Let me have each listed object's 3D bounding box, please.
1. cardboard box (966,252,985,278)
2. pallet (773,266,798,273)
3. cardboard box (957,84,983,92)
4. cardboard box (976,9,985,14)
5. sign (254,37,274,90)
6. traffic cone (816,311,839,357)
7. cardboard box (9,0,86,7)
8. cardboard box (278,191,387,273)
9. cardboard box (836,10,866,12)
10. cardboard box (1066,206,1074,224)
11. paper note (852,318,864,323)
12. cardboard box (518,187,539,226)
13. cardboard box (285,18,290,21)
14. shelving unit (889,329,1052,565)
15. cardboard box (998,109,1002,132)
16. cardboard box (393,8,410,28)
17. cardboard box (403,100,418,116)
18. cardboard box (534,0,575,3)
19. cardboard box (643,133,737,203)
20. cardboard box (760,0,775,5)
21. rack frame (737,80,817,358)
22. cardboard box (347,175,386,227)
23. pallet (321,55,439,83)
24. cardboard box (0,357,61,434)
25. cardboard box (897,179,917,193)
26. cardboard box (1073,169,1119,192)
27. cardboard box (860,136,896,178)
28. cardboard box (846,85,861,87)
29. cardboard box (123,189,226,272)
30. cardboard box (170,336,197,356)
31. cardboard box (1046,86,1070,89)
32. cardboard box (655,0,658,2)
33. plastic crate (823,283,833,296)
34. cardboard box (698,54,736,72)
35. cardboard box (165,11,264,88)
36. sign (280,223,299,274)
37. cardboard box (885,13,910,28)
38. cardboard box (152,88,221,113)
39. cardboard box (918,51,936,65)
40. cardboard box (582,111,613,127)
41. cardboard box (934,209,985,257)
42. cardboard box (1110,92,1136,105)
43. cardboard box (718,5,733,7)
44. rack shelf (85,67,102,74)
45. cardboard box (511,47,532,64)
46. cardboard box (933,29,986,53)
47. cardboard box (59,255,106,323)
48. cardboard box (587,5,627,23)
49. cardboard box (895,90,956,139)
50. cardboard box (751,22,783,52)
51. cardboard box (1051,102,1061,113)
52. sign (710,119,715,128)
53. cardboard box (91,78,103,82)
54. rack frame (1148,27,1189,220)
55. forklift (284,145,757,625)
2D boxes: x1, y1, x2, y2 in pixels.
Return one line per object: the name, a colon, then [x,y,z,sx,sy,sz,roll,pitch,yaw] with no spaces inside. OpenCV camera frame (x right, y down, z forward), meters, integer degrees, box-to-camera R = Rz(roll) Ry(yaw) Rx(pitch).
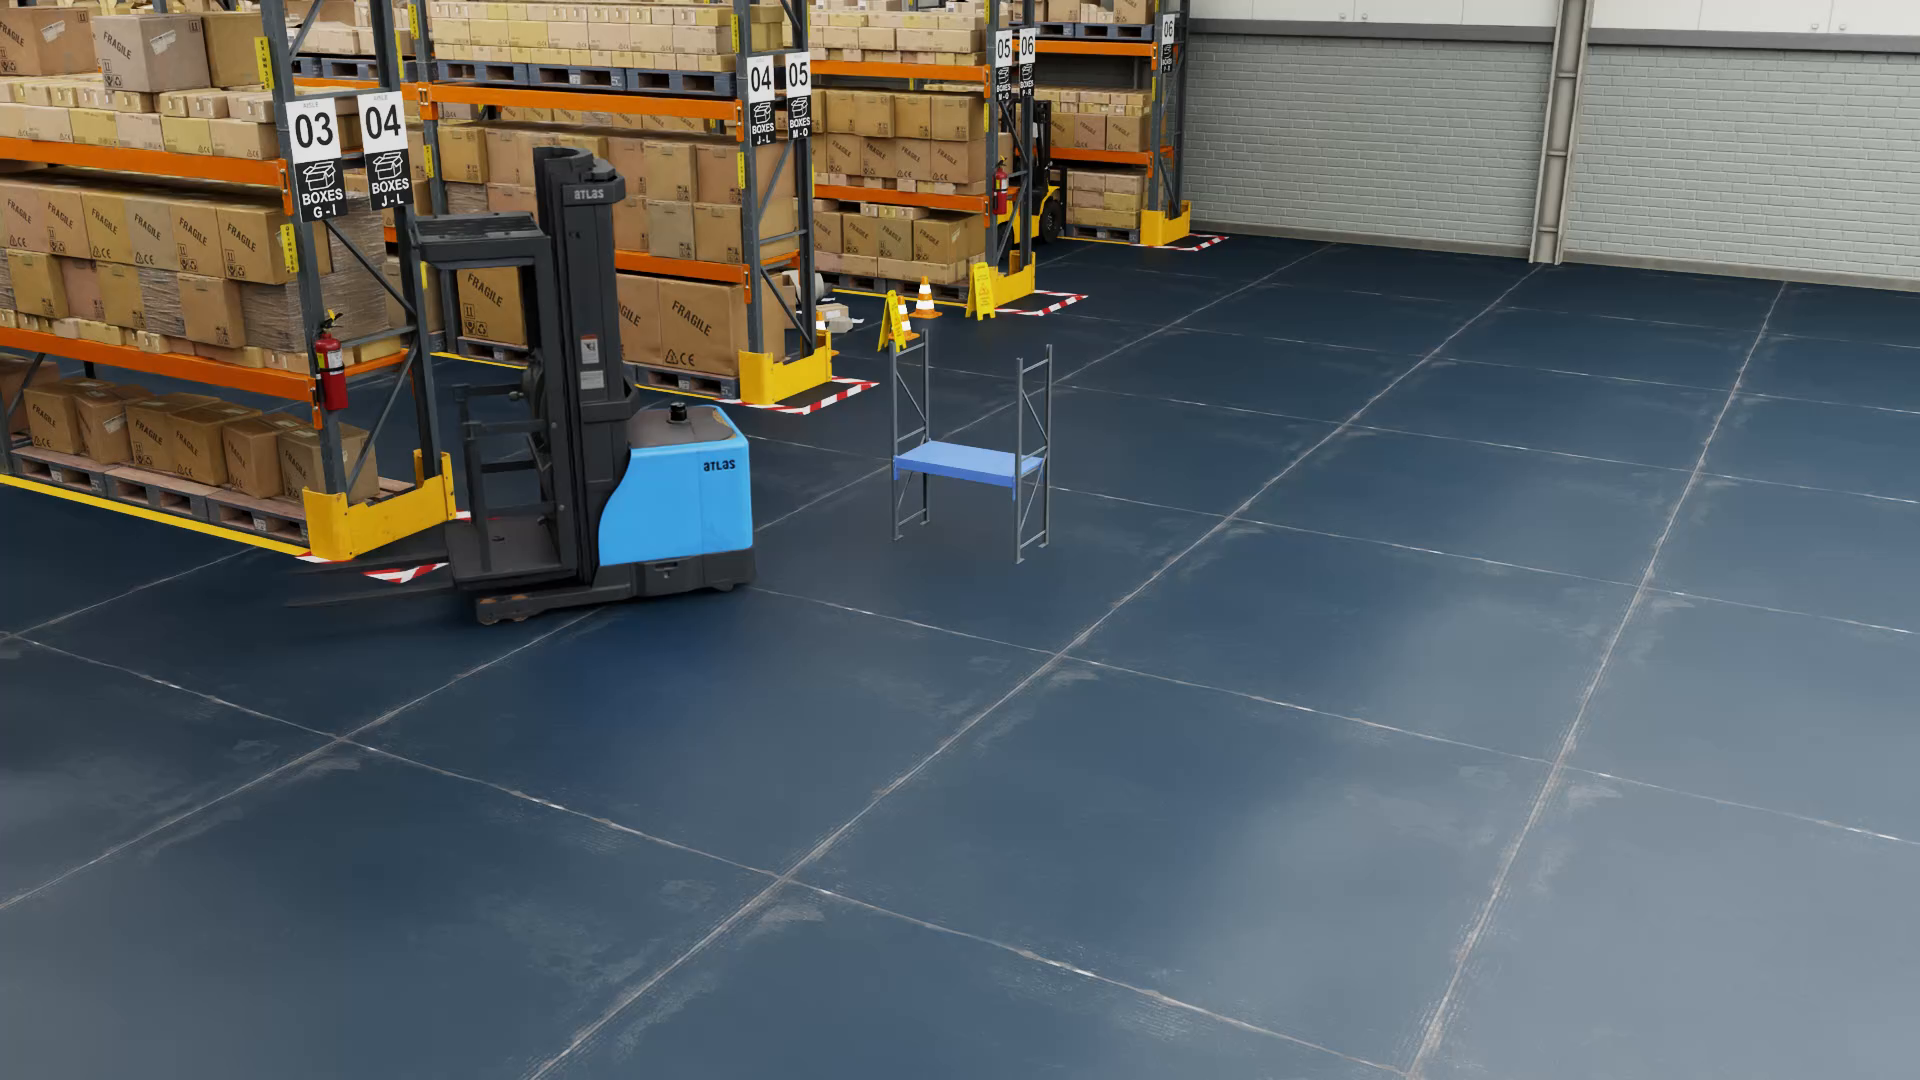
cardboard box: [0.026,-3.509,21.055,0.500,0.250,0.500,11,22,27]
pallet: [-2.293,-3.641,22.092,1.213,0.211,1.003,11,23,27]
cardboard box: [0.154,-6.825,25.247,0.250,0.149,0.380,10,22,26]
cardboard box: [0.436,-7.774,24.606,0.250,0.149,0.380,12,23,29]
sign: [-4.526,-3.102,10.819,0.005,0.325,0.100,11,23,27]
traffic cone: [-1.501,-2.215,17.794,0.334,0.463,0.336,11,23,27]
cardboard box: [-10.922,-6.253,20.037,0.637,0.503,0.797,10,22,27]
cardboard box: [-4.585,-2.267,12.166,0.500,0.500,0.500,11,23,27]
cardboard box: [-1.348,-6.536,20.785,0.250,0.149,0.380,11,23,28]
cardboard box: [1.587,-4.926,24.962,0.500,0.250,0.500,11,23,28]
paper note: [-1.200,-2.556,19.367,0.142,0.019,0.148,3,20,9]
cardboard box: [-3.989,-3.365,17.024,0.550,0.550,0.875,11,23,27]
cardboard box: [-7.656,-5.755,18.802,0.500,0.311,0.500,11,23,27]
shelving unit: [0.074,-0.691,12.070,1.048,1.500,0.538,11,23,27]
cardboard box: [0.686,-6.261,25.079,0.500,0.500,0.500,11,22,27]
cardboard box: [-7.762,-7.387,23.513,0.258,0.266,0.396,10,22,26]
cardboard box: [-7.850,-6.410,24.025,0.500,0.500,0.500,11,23,27]
cardboard box: [-4.090,-5.382,16.840,0.250,0.149,0.380,11,23,28]
cardboard box: [-2.560,-3.612,16.121,0.550,0.550,0.875,11,23,27]
cardboard box: [-2.968,-8.650,26.506,0.500,0.500,0.700,10,22,26]
rack frame: [-1.730,-2.897,15.952,0.127,3.000,1.000,11,23,27]
cardboard box: [-6.249,-3.700,18.021,0.500,0.500,0.500,11,22,27]
pallet: [-6.047,-5.020,17.687,1.217,0.209,0.805,10,22,25]
cardboard box: [-8.255,-1.243,14.412,0.500,0.500,0.700,9,22,23]
cardboard box: [-0.563,-4.360,20.353,0.250,0.149,0.380,11,23,28]
cardboard box: [2.010,-5.307,24.548,0.500,0.250,0.500,11,23,28]
cardboard box: [-0.883,-4.751,20.482,0.500,0.500,0.500,11,23,27]
cardboard box: [-1.769,-7.233,26.808,0.250,0.149,0.380,11,22,27]
cardboard box: [-5.713,-2.277,12.195,0.500,0.500,0.500,11,23,27]
cardboard box: [-5.686,-1.508,12.492,0.250,0.149,0.380,11,23,27]
cardboard box: [1.488,-6.743,25.020,0.250,0.149,0.380,11,23,28]
cardboard box: [-4.850,-8.936,27.402,0.250,0.149,0.380,10,22,26]
plastic crate: [-1.926,-3.175,21.000,0.583,0.080,0.402,3,20,9]
cardboard box: [-2.186,-4.388,15.269,0.250,0.149,0.380,11,23,27]
cardboard box: [-5.402,-3.596,12.166,0.500,0.500,0.500,11,23,27]
sign: [-4.526,-1.968,11.230,0.005,0.325,0.100,11,23,27]
cardboard box: [-0.688,-6.214,19.898,0.250,0.149,0.380,11,23,27]
cardboard box: [-5.480,-3.121,11.808,0.250,0.149,0.380,11,23,28]
cardboard box: [-0.301,-5.741,19.764,0.250,0.149,0.380,12,23,29]
cardboard box: [-4.751,-5.702,22.486,0.500,0.500,0.500,10,22,25]
cardboard box: [0.005,-3.865,20.938,0.500,0.500,0.500,10,22,26]
cardboard box: [2.367,-6.386,24.037,0.250,0.149,0.380,11,23,27]
cardboard box: [-2.085,-5.000,15.789,0.250,0.149,0.380,11,23,28]
rack shelf: [-10.460,-5.632,20.148,4.000,0.370,1.077,11,23,27]
cardboard box: [-4.181,-4.768,16.318,0.250,0.149,0.380,10,22,26]
cardboard box: [0.017,-5.872,19.538,0.500,0.250,0.500,10,22,27]
cardboard box: [-6.462,-2.049,13.032,0.500,0.500,0.875,11,23,27]
cardboard box: [-3.300,-4.975,15.718,0.250,0.149,0.380,10,22,27]
cardboard box: [-0.395,-5.151,20.116,0.500,0.500,0.700,11,23,28]
cardboard box: [-2.026,-4.777,15.759,0.500,0.250,0.500,11,23,27]
cardboard box: [1.442,-6.398,24.506,0.250,0.149,0.380,11,23,28]
sign: [-3.164,-5.431,21.240,0.005,0.325,0.100,11,23,27]
cardboard box: [-6.412,-3.471,12.770,0.250,0.149,0.380,12,23,29]
rack frame: [3.013,-5.866,24.137,0.127,3.000,1.000,11,23,27]
forklift: [-2.975,-1.028,10.900,3.031,2.935,1.130,-7,21,-18]
